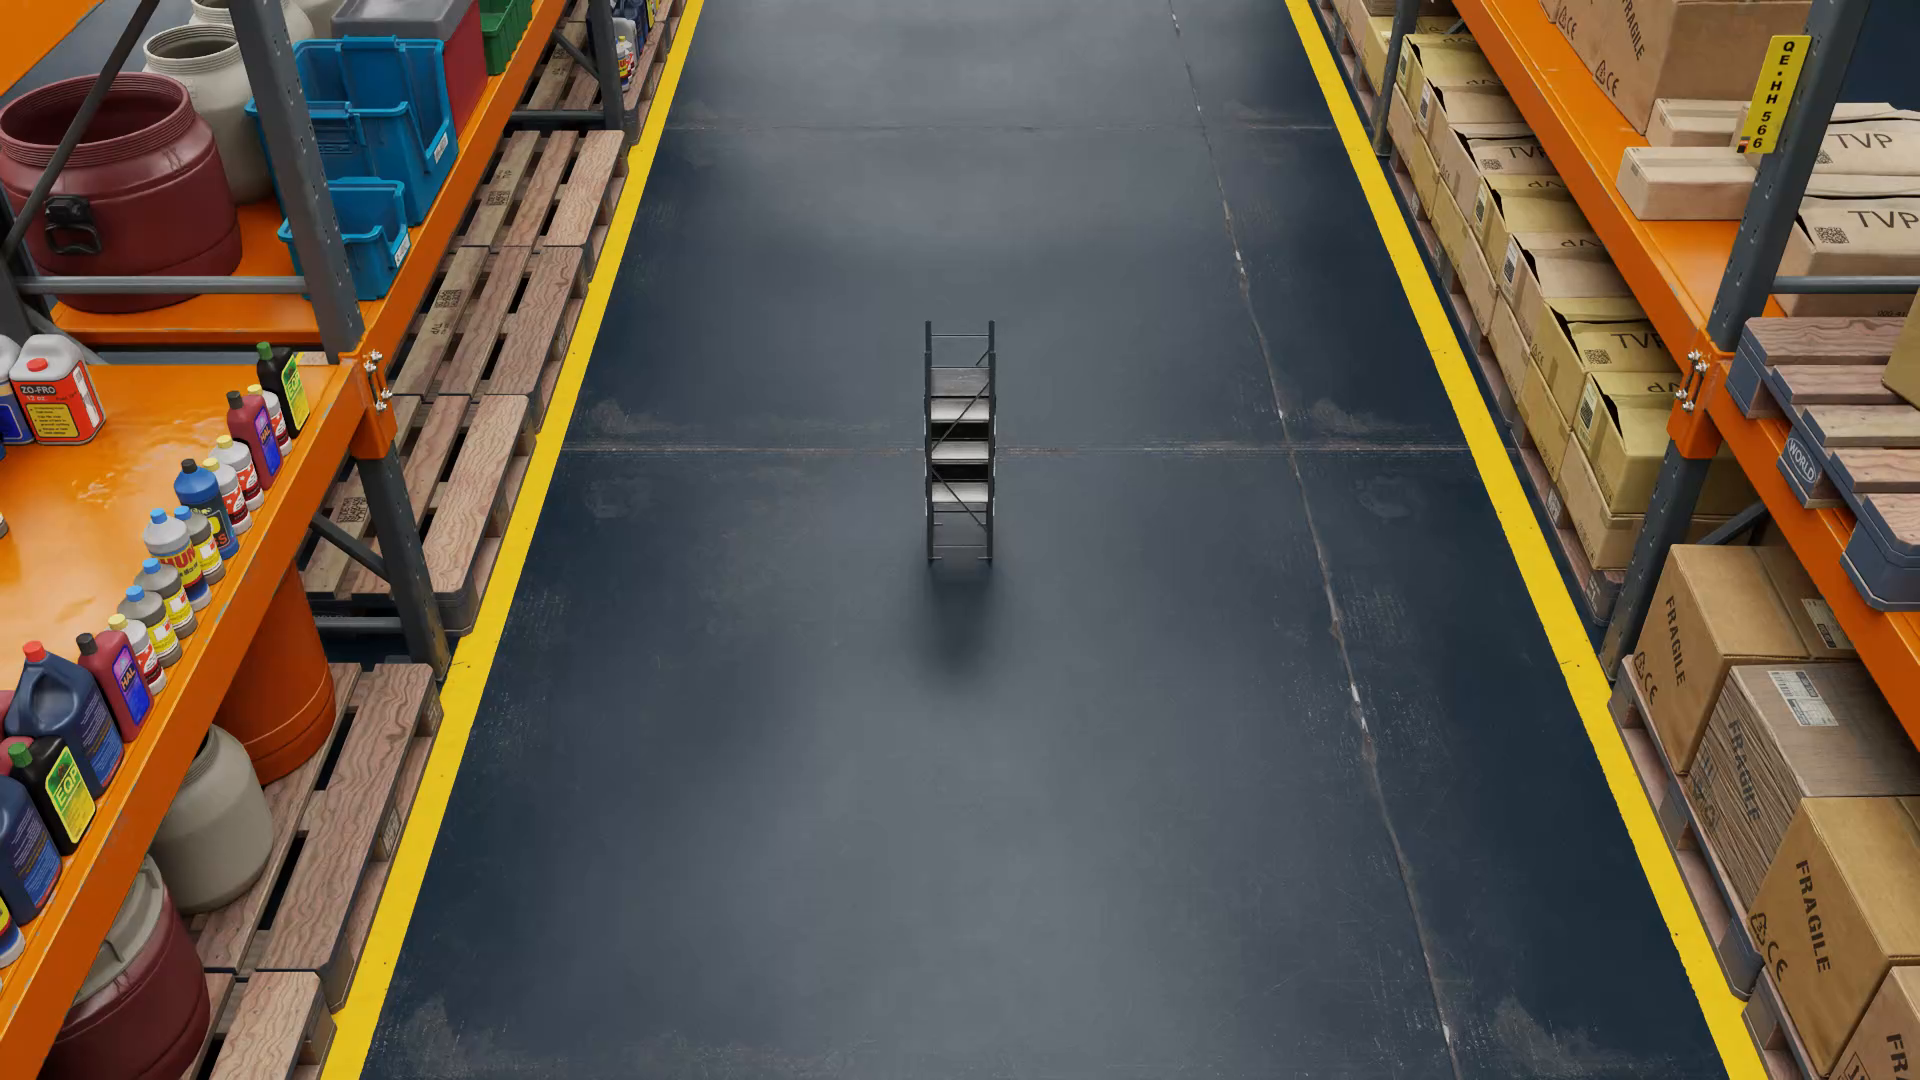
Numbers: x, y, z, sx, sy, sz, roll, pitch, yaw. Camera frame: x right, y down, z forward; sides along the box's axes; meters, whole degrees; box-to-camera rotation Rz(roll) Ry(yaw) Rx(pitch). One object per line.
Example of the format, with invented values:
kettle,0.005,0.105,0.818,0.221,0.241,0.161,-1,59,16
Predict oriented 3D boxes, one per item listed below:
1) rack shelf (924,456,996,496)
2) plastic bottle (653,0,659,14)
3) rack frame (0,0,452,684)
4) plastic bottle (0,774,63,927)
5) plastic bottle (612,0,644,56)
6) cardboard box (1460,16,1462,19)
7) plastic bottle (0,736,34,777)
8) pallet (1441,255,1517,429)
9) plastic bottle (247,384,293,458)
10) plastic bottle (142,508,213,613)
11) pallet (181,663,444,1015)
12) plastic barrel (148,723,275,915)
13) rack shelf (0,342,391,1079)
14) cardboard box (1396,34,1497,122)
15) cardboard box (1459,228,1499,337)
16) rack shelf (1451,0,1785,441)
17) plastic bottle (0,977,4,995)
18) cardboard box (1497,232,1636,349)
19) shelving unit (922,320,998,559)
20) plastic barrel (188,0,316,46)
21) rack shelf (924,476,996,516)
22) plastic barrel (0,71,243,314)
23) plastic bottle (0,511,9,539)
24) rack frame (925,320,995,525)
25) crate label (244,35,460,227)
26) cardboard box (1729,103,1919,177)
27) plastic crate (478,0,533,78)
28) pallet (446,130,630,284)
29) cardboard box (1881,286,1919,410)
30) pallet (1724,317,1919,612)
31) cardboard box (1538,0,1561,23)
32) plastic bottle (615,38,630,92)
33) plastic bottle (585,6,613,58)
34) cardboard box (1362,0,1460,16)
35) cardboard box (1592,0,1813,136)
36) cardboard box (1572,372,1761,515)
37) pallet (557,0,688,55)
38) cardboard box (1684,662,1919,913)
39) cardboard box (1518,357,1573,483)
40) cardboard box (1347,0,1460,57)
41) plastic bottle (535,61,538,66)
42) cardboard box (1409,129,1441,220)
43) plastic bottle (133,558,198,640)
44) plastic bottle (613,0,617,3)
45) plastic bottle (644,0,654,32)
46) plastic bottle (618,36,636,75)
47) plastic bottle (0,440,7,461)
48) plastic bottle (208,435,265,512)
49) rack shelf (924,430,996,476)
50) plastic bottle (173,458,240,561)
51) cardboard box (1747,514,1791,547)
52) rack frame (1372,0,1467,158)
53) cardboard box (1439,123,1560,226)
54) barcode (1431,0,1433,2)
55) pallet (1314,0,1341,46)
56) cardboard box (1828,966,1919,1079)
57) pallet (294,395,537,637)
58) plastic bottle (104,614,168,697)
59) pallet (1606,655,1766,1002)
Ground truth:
rack shelf,0.000,-0.250,6.039,0.258,0.077,0.200,0,39,0
plastic bottle,-1.845,-3.250,9.673,0.144,0.351,0.185,0,39,0
rack frame,-2.253,-0.721,4.752,1.000,3.000,0.127,0,39,0
plastic bottle,-1.866,0.564,3.187,0.144,0.351,0.185,0,39,0
plastic bottle,-1.844,-2.866,9.194,0.144,0.351,0.185,1,39,1
cardboard box,3.002,-2.918,9.355,0.500,0.250,0.500,0,39,0
plastic bottle,-1.886,0.491,3.332,0.061,0.283,0.133,0,39,0
pallet,2.739,-0.910,7.217,1.003,0.211,1.213,0,39,0
plastic bottle,-1.844,-0.319,4.408,0.097,0.201,0.097,0,39,0
plastic bottle,-1.844,0.041,3.903,0.097,0.271,0.097,0,39,0
pallet,-2.211,0.860,5.008,1.003,0.211,1.213,0,39,0
plastic barrel,-2.146,0.744,4.576,0.421,0.512,0.421,0,39,0
rack shelf,-2.251,0.810,3.416,1.077,0.370,4.000,0,39,0
cardboard box,2.447,-2.275,8.105,0.500,0.311,0.500,0,39,0
cardboard box,2.450,-1.101,7.088,0.500,0.250,0.500,1,39,1
rack shelf,2.698,-1.693,6.539,1.077,0.370,4.000,0,39,0
plastic bottle,-1.842,0.744,3.026,0.097,0.271,0.097,0,39,0
cardboard box,2.448,-1.000,6.514,0.500,0.311,0.500,0,39,0
shelving unit,0.000,-0.346,5.962,0.258,0.900,0.210,0,39,0
plastic barrel,-2.469,-1.672,5.848,0.421,0.512,0.421,0,39,0
rack shelf,0.000,-0.180,6.096,0.258,0.077,0.200,0,39,0
plastic barrel,-2.557,-1.064,5.071,0.600,0.536,0.708,0,39,0
plastic bottle,-2.451,-0.095,4.129,0.097,0.201,0.097,0,39,0
rack frame,0.000,-0.410,6.042,0.240,0.900,0.006,0,39,0
crate label,-1.984,-1.357,5.516,0.502,0.435,0.616,0,39,0
cardboard box,2.893,-1.247,5.479,0.500,0.311,0.500,0,39,-1
plastic crate,-1.974,-2.051,6.580,0.450,0.188,0.662,0,39,0
pallet,-2.218,-1.644,8.132,1.003,0.211,1.213,0,39,0
cardboard box,2.813,-0.532,4.099,0.700,0.500,0.500,-12,40,-15
pallet,2.771,-0.224,4.284,1.213,0.211,1.003,0,39,0
cardboard box,2.680,-2.453,6.833,0.500,0.500,0.500,3,39,3
plastic bottle,-1.820,-2.529,8.838,0.097,0.271,0.097,0,39,0
plastic bottle,-1.988,-2.866,9.194,0.144,0.351,0.185,0,39,0
cardboard box,2.487,-3.210,9.120,0.500,0.500,0.500,0,39,0
cardboard box,2.682,-1.811,6.031,0.500,0.500,0.500,-2,39,-2
cardboard box,2.453,-0.360,5.715,0.500,0.311,0.500,1,39,1
pallet,-2.221,-3.320,10.224,1.003,0.211,1.213,0,39,0
cardboard box,2.421,0.693,4.633,0.500,0.500,0.500,-1,39,-2
cardboard box,2.451,-0.465,6.294,0.500,0.250,0.500,0,39,-1
cardboard box,2.485,-2.917,9.355,0.500,0.250,0.500,0,39,0
plastic bottle,-2.403,-2.763,9.066,0.144,0.351,0.185,0,39,0
cardboard box,2.447,-1.743,7.889,0.500,0.250,0.500,1,39,1
plastic bottle,-1.844,0.130,3.848,0.097,0.201,0.097,0,39,0
plastic bottle,-1.993,-3.205,9.677,0.152,0.276,0.135,0,39,0
plastic bottle,-1.803,-3.061,9.491,0.061,0.283,0.133,2,39,2
plastic bottle,-1.820,-2.629,9.018,0.097,0.201,0.097,0,39,0
plastic bottle,-2.603,-0.328,4.363,0.097,0.271,0.097,0,39,0
plastic bottle,-1.844,-0.175,4.228,0.097,0.201,0.097,0,39,0
rack shelf,0.000,-0.320,5.983,0.258,0.077,0.200,0,39,0
plastic bottle,-1.844,-0.080,4.054,0.097,0.271,0.097,0,39,0
cardboard box,2.993,-0.141,5.891,0.500,0.250,0.500,0,39,0
rack frame,2.695,-3.224,7.874,1.000,3.000,0.127,0,39,0
cardboard box,2.444,-1.638,7.310,0.500,0.311,0.500,-1,39,-2
barcode,2.279,-2.635,8.019,0.001,0.075,0.075,0,39,0
pallet,2.732,-3.398,10.322,1.003,0.211,1.213,0,39,0
cardboard box,2.422,1.333,3.835,0.500,0.500,0.500,-1,39,-2
pallet,-2.216,-0.118,6.228,1.003,0.211,1.213,0,39,0
plastic bottle,-1.843,0.251,3.697,0.097,0.201,0.097,0,39,0
pallet,2.663,0.832,5.043,1.003,0.211,1.213,0,39,0
